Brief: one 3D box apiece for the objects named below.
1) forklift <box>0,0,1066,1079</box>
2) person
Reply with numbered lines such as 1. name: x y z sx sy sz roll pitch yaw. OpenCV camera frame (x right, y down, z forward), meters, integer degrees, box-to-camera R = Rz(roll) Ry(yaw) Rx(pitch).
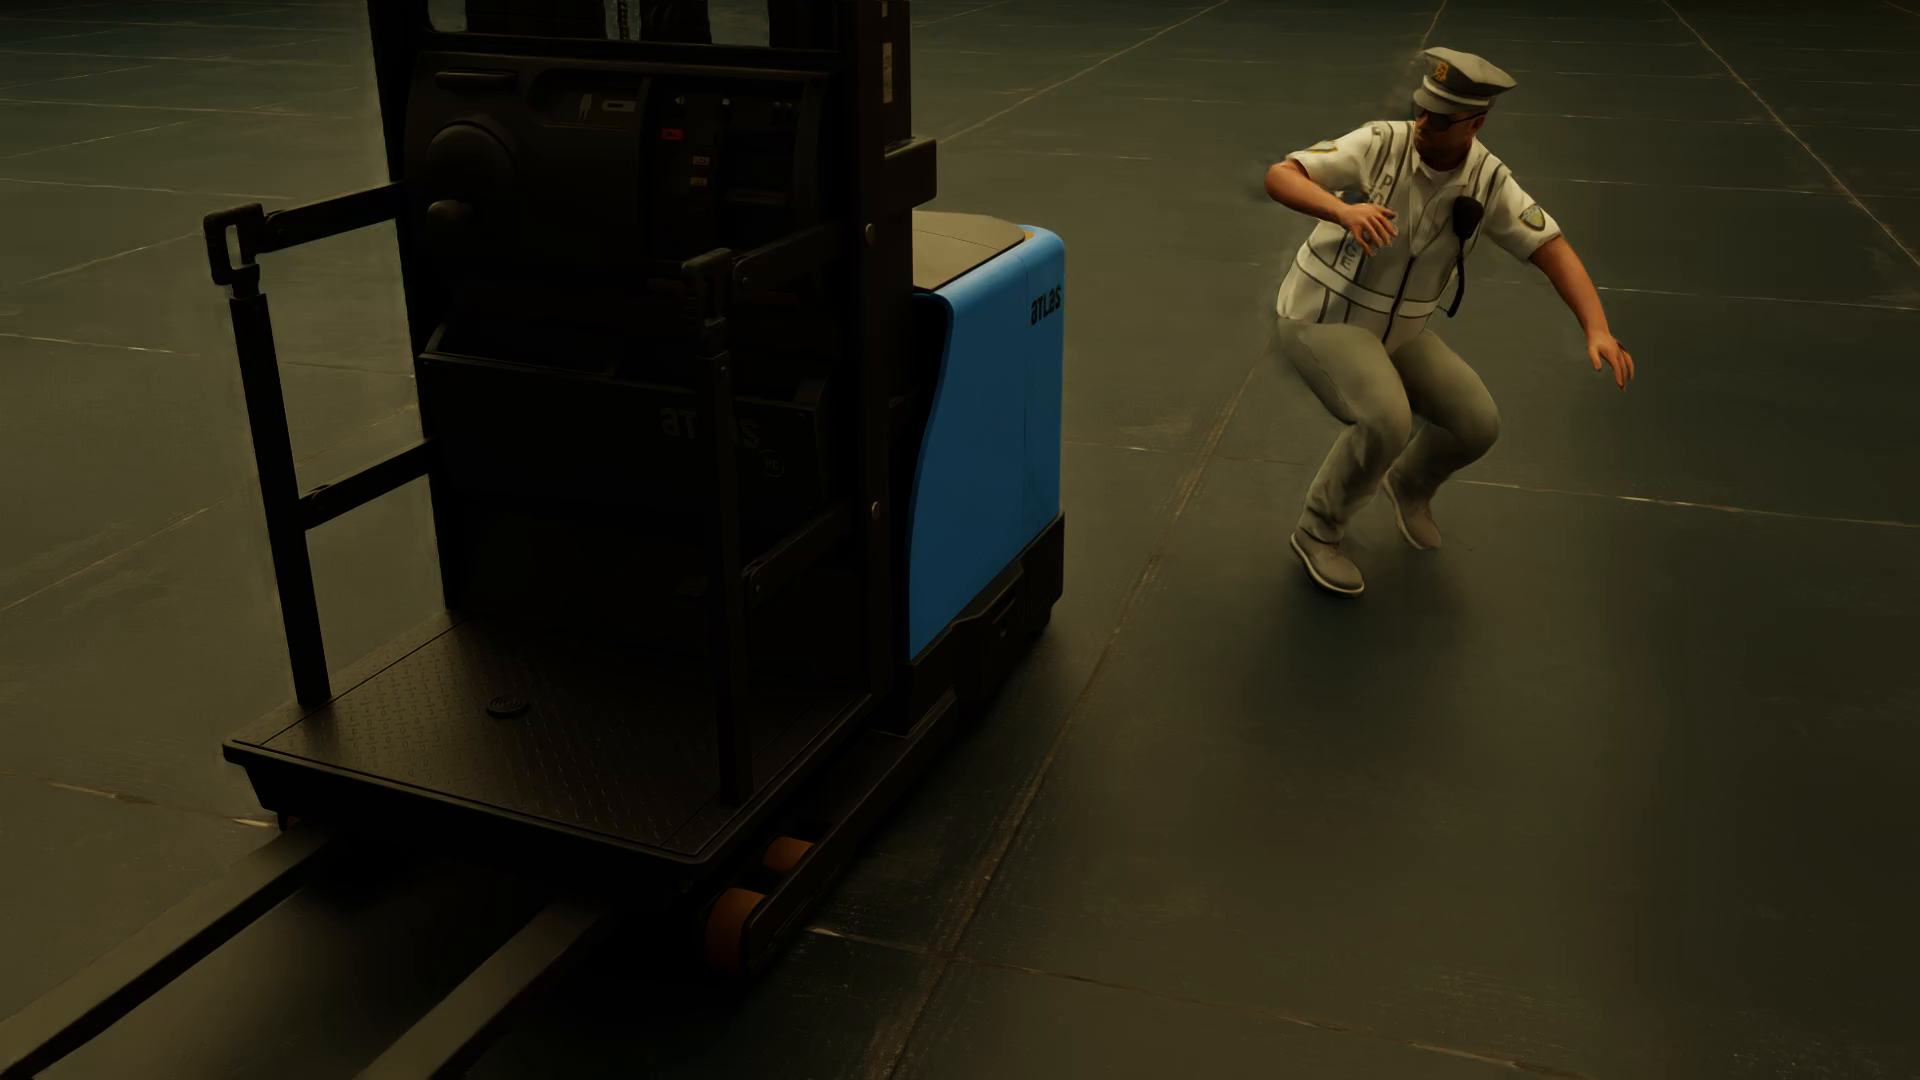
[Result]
1. forklift: -0.758 -0.716 3.014 1.130 2.935 3.031 9 24 21
2. person: 1.271 -0.574 4.624 0.796 1.514 0.963 -8 24 -19
